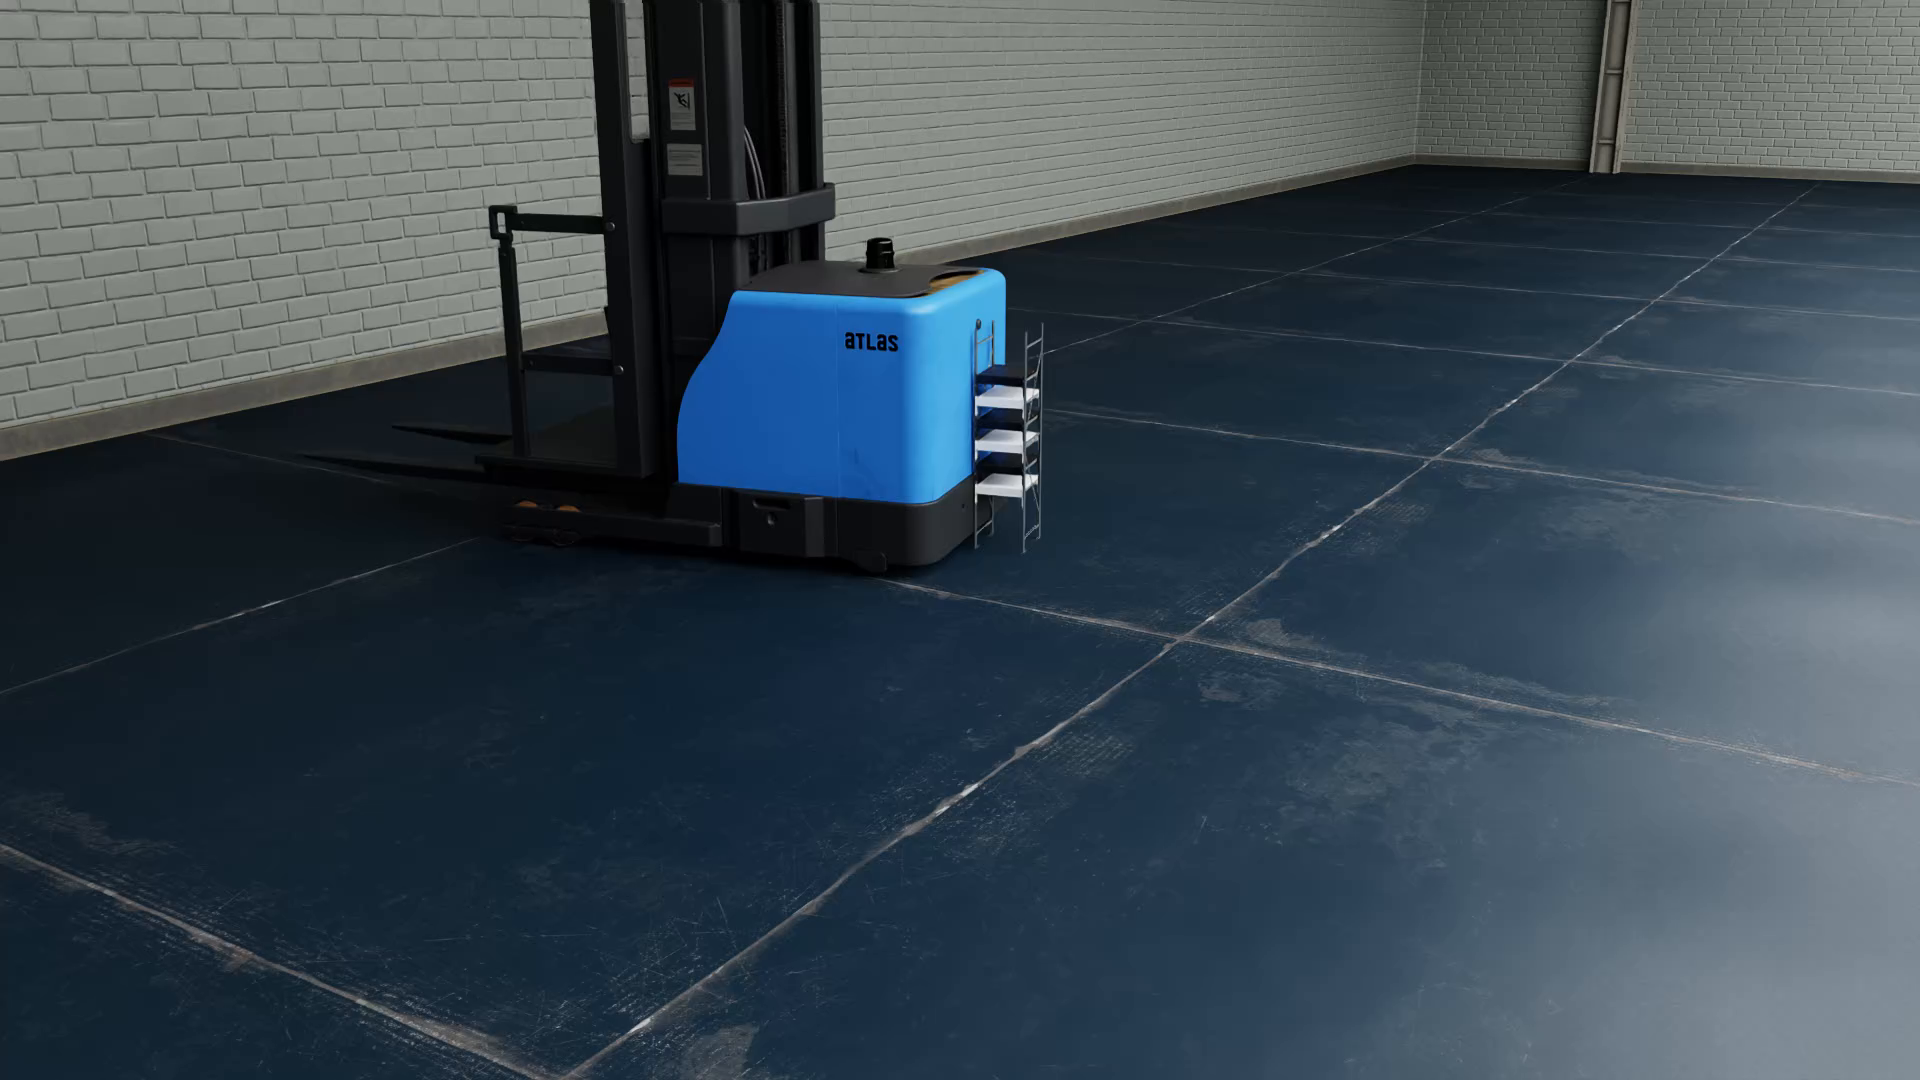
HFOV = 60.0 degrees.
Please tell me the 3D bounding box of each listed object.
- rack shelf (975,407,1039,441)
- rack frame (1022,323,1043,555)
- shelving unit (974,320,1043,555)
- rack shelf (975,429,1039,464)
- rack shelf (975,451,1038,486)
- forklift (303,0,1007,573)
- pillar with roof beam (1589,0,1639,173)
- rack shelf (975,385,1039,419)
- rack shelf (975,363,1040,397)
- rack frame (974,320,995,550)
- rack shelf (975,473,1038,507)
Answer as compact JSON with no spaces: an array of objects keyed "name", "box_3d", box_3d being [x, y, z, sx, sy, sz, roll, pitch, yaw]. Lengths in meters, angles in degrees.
[{"name":"rack shelf","box_3d":[0.195,-0.468,6.680,0.200,0.077,0.258,6,18,18]},{"name":"rack frame","box_3d":[0.291,-0.405,6.665,0.006,0.900,0.240,6,18,18]},{"name":"shelving unit","box_3d":[0.195,-0.414,6.697,0.210,0.900,0.258,6,18,18]},{"name":"rack shelf","box_3d":[0.195,-0.382,6.706,0.200,0.077,0.258,6,18,18]},{"name":"rack shelf","box_3d":[0.195,-0.296,6.732,0.200,0.077,0.258,6,18,18]},{"name":"forklift","box_3d":[-1.371,-1.514,6.822,3.031,2.935,1.130,6,18,18]},{"name":"pillar with roof beam","box_3d":[7.568,-8.847,20.524,0.400,9.000,9.100,10,20,30]},{"name":"rack shelf","box_3d":[0.195,-0.555,6.654,0.200,0.077,0.258,6,18,18]},{"name":"rack shelf","box_3d":[0.195,-0.641,6.628,0.200,0.077,0.258,6,18,18]},{"name":"rack frame","box_3d":[0.098,-0.424,6.728,0.006,0.900,0.240,6,18,18]},{"name":"rack shelf","box_3d":[0.195,-0.210,6.759,0.200,0.077,0.258,6,18,18]}]
